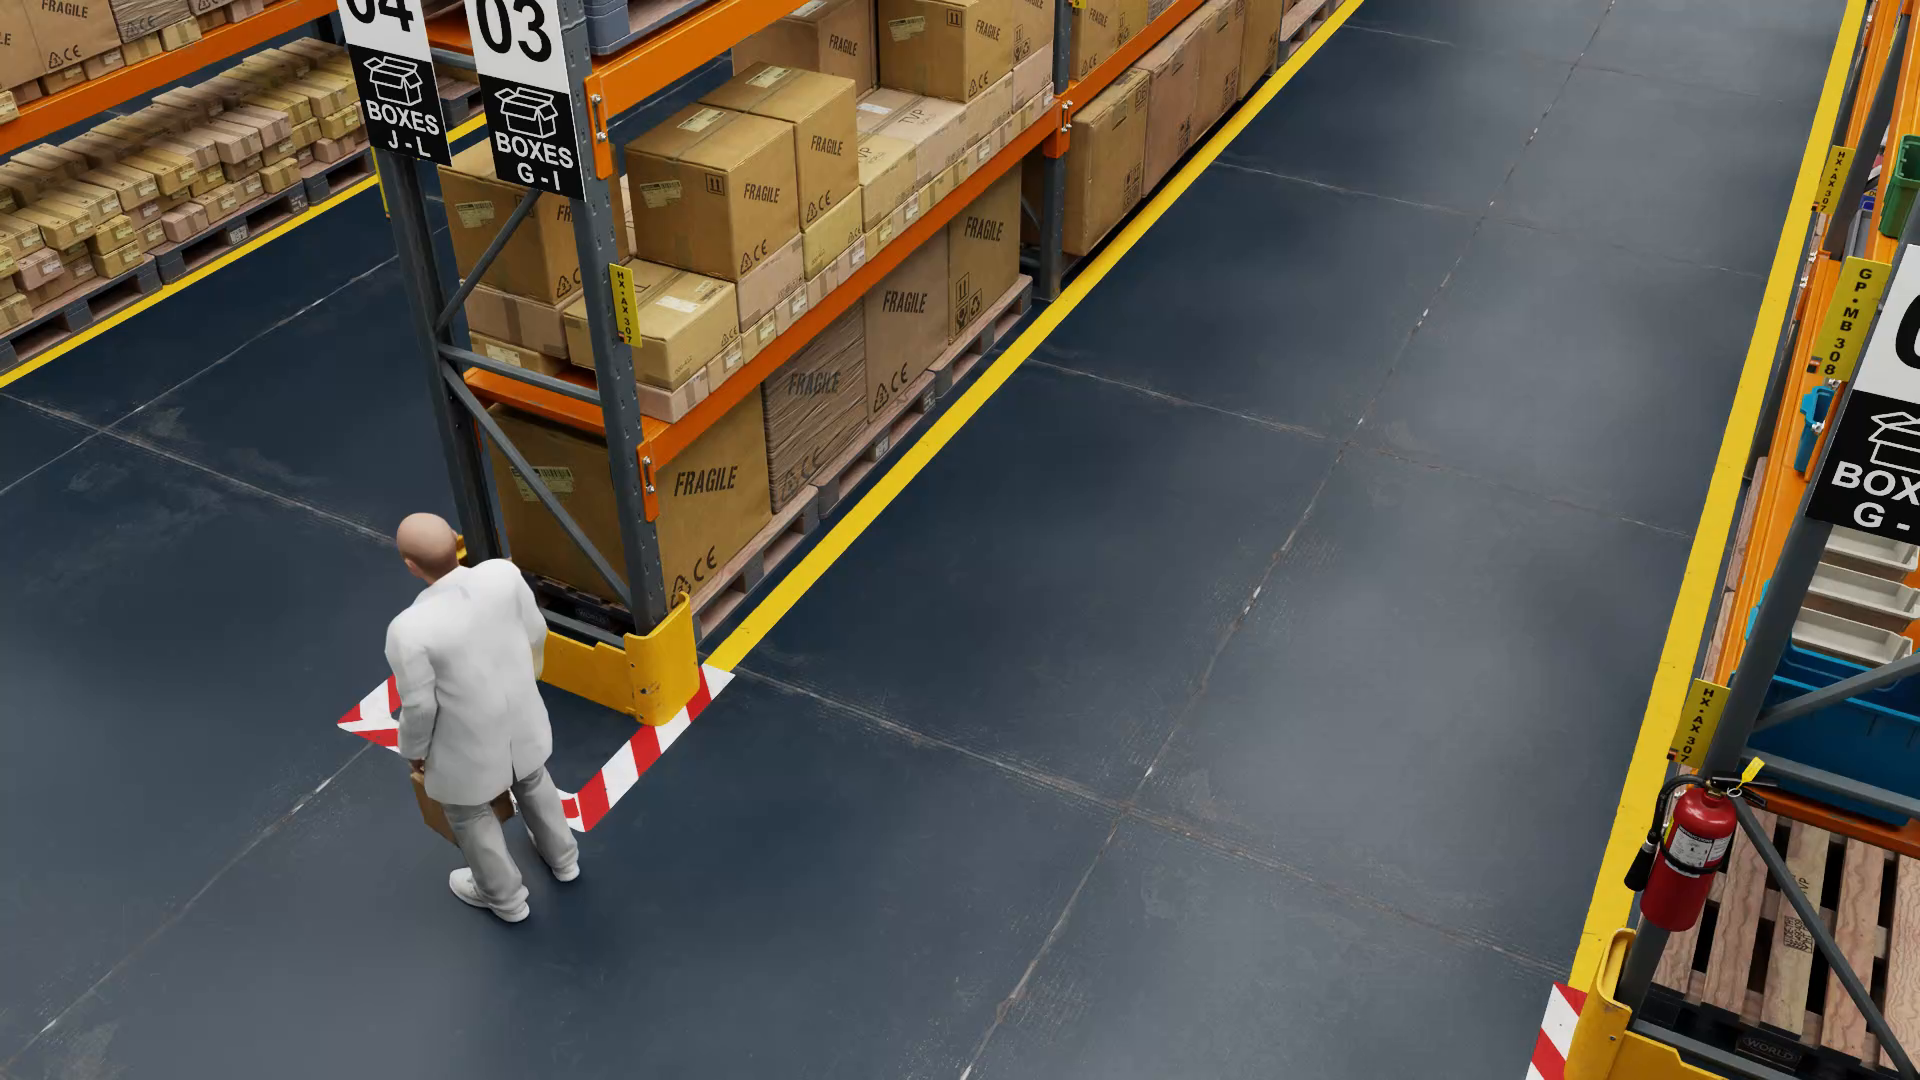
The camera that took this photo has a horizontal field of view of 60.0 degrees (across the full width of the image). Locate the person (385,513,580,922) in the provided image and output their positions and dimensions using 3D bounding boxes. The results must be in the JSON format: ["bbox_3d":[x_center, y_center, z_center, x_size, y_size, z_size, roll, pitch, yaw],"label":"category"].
[{"bbox_3d":[-1.716,0.637,5.930,0.425,1.776,0.601,27,45,30],"label":"person"}]
